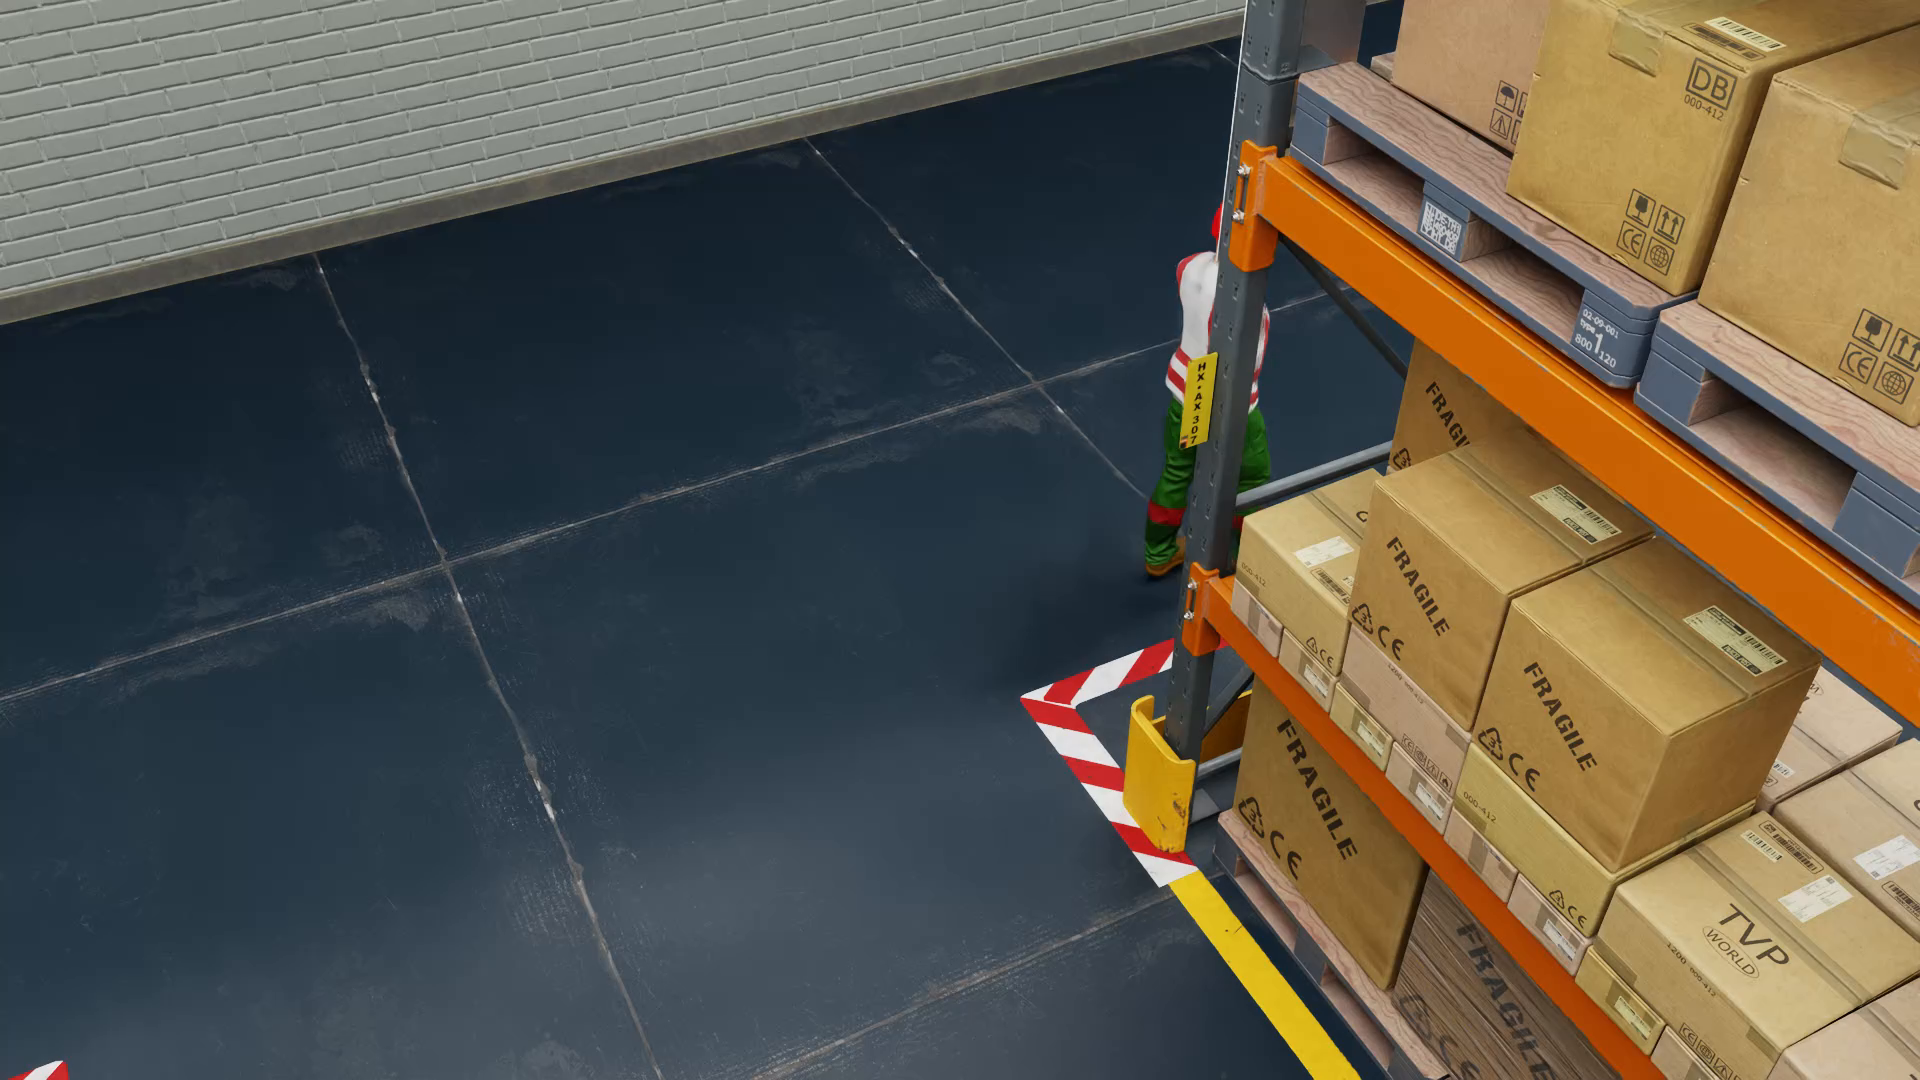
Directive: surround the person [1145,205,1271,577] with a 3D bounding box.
[{"bbox_3d":[1.118,-0.615,6.817,0.675,1.778,0.557,-21,45,-23],"label":"person"}]
